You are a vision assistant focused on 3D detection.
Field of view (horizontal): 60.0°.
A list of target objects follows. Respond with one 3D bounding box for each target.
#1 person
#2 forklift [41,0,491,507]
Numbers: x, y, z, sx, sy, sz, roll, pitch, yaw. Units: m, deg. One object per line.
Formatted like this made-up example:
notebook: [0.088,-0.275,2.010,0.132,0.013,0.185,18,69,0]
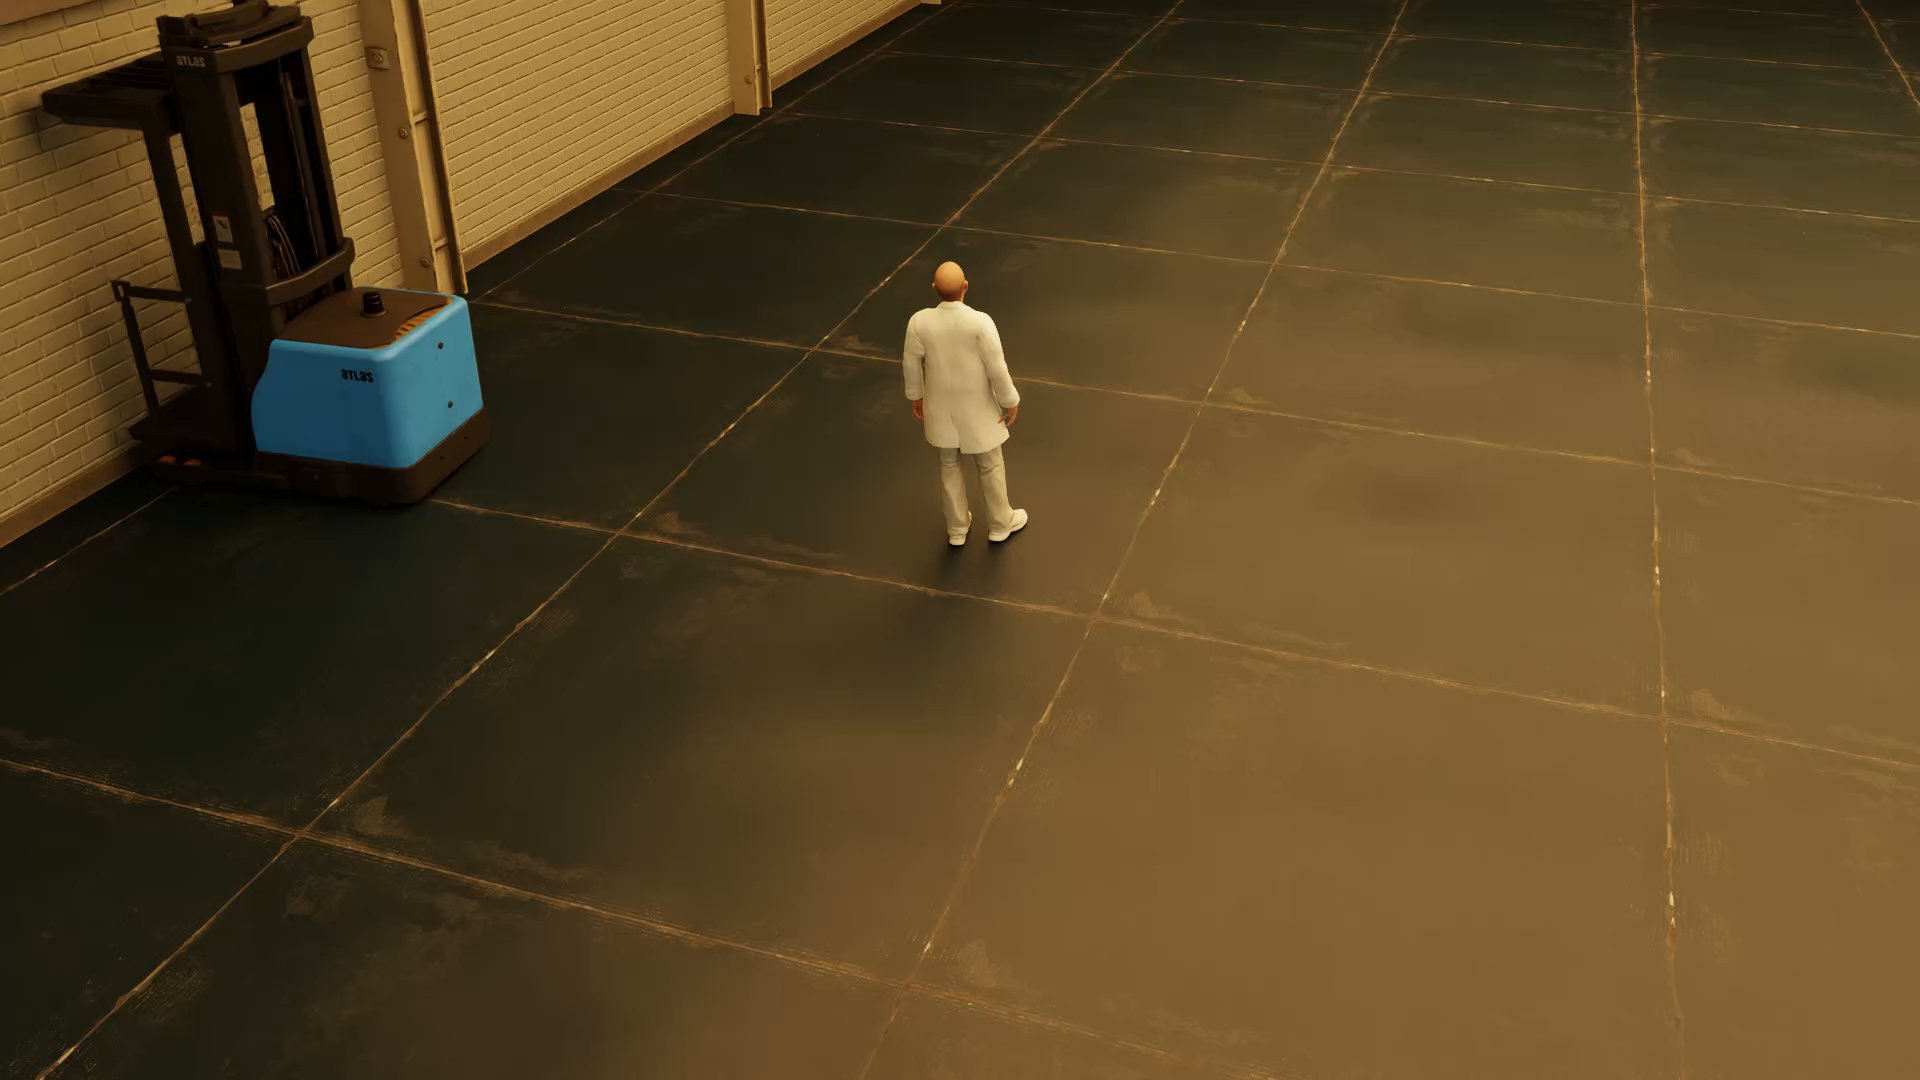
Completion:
person: [0.033,-0.821,9.726,0.698,1.777,0.578,10,31,16]
forklift: [-4.722,-1.867,10.412,3.031,2.935,1.130,7,31,13]
